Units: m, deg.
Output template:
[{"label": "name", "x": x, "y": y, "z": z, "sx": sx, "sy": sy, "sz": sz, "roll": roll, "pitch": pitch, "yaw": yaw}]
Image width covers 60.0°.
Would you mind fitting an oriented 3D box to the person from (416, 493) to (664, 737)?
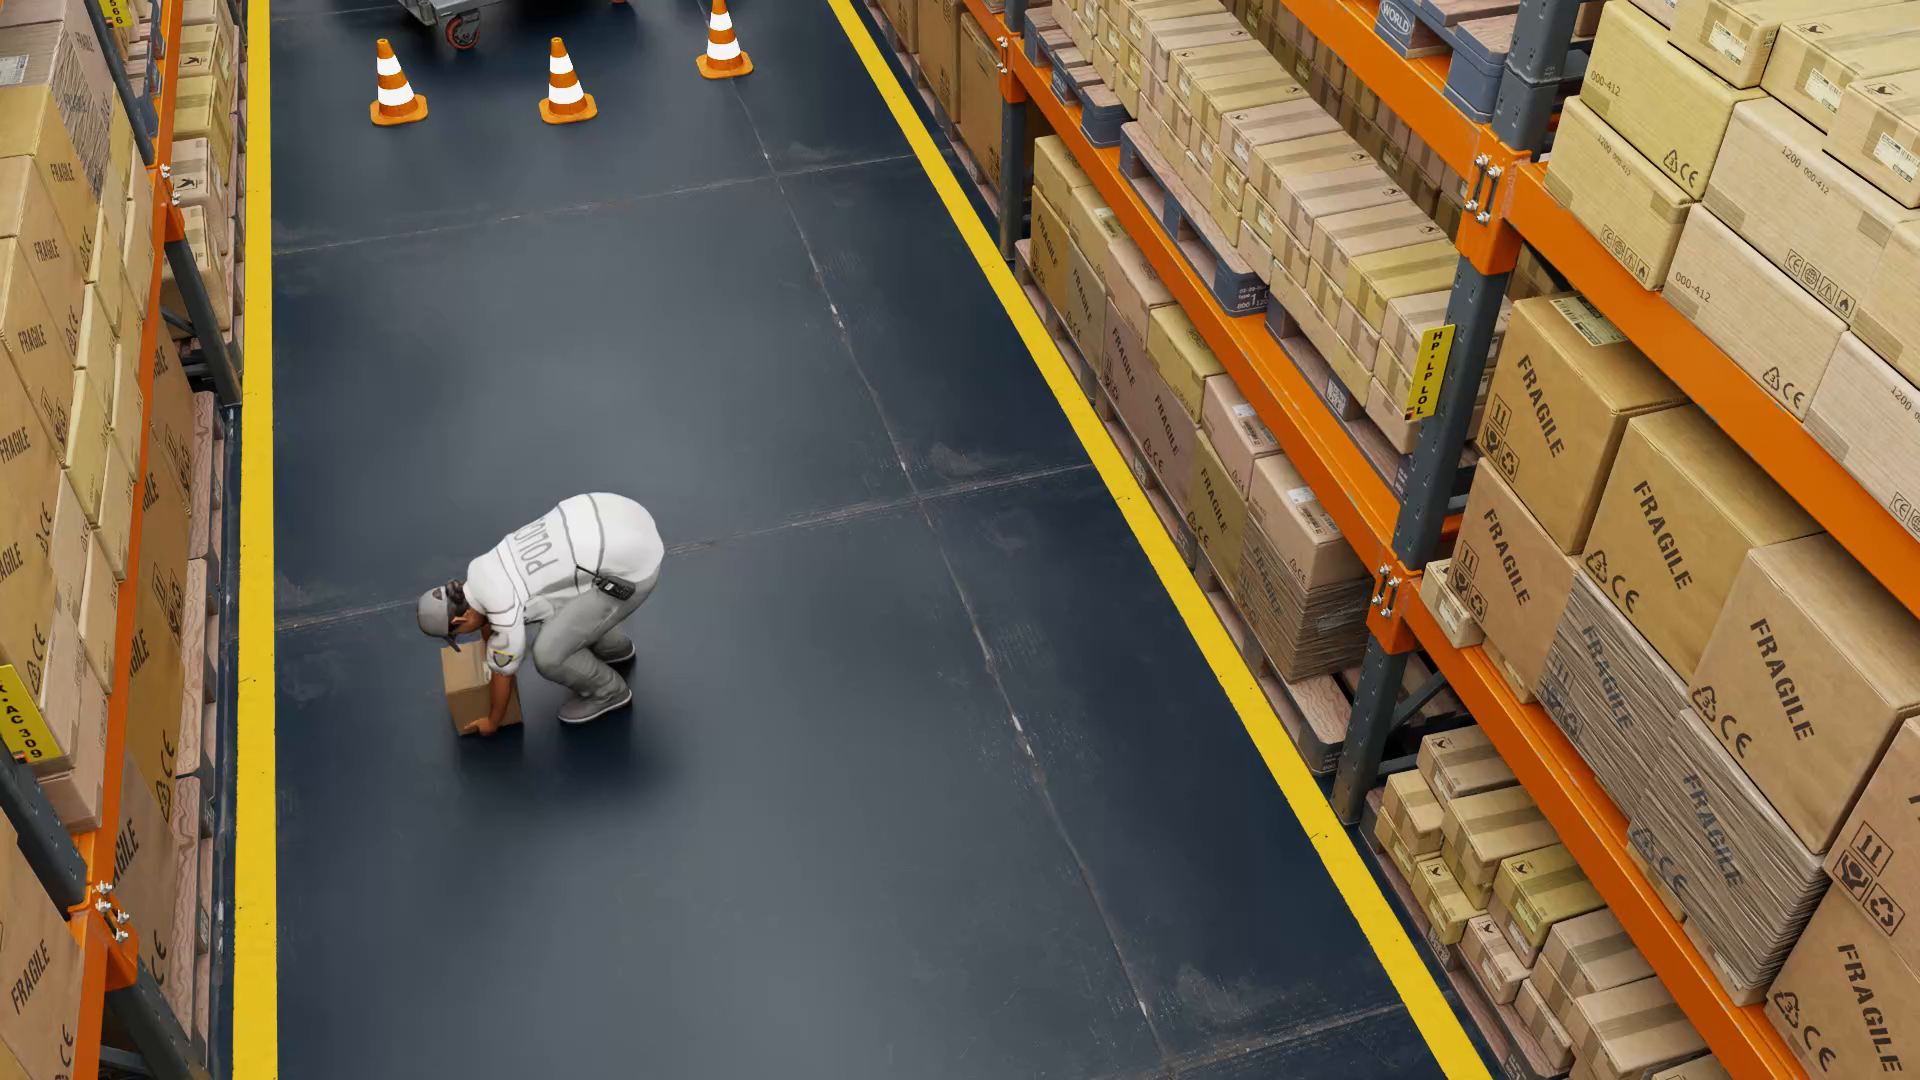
[{"label": "person", "x": -1.587, "y": 0.293, "z": 6.417, "sx": 0.936, "sy": 0.887, "sz": 0.508, "roll": -14, "pitch": 44, "yaw": -15}]
